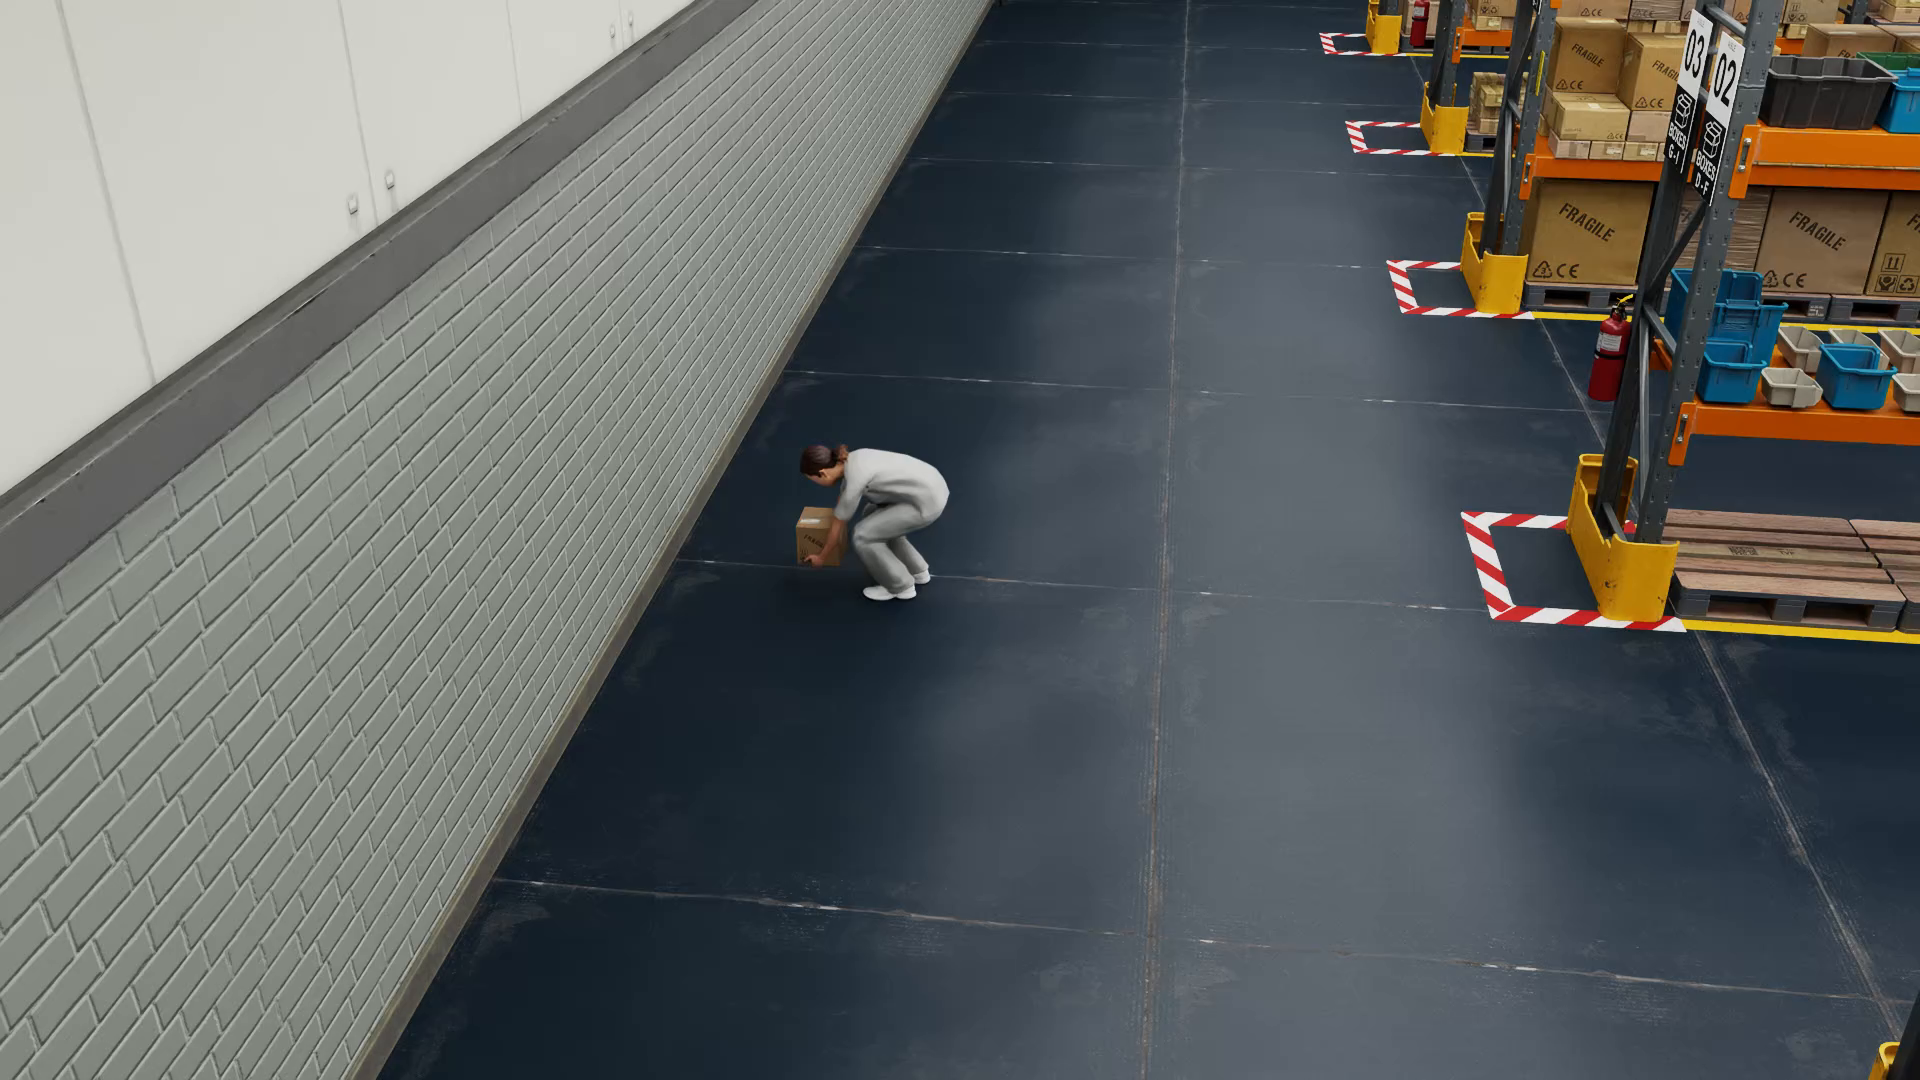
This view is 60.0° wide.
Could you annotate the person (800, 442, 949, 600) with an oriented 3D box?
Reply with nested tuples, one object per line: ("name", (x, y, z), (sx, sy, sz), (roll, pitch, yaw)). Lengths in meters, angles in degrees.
("person", (-0.489, -0.132, 9.635), (0.848, 0.946, 0.458), (2, 29, 4))
